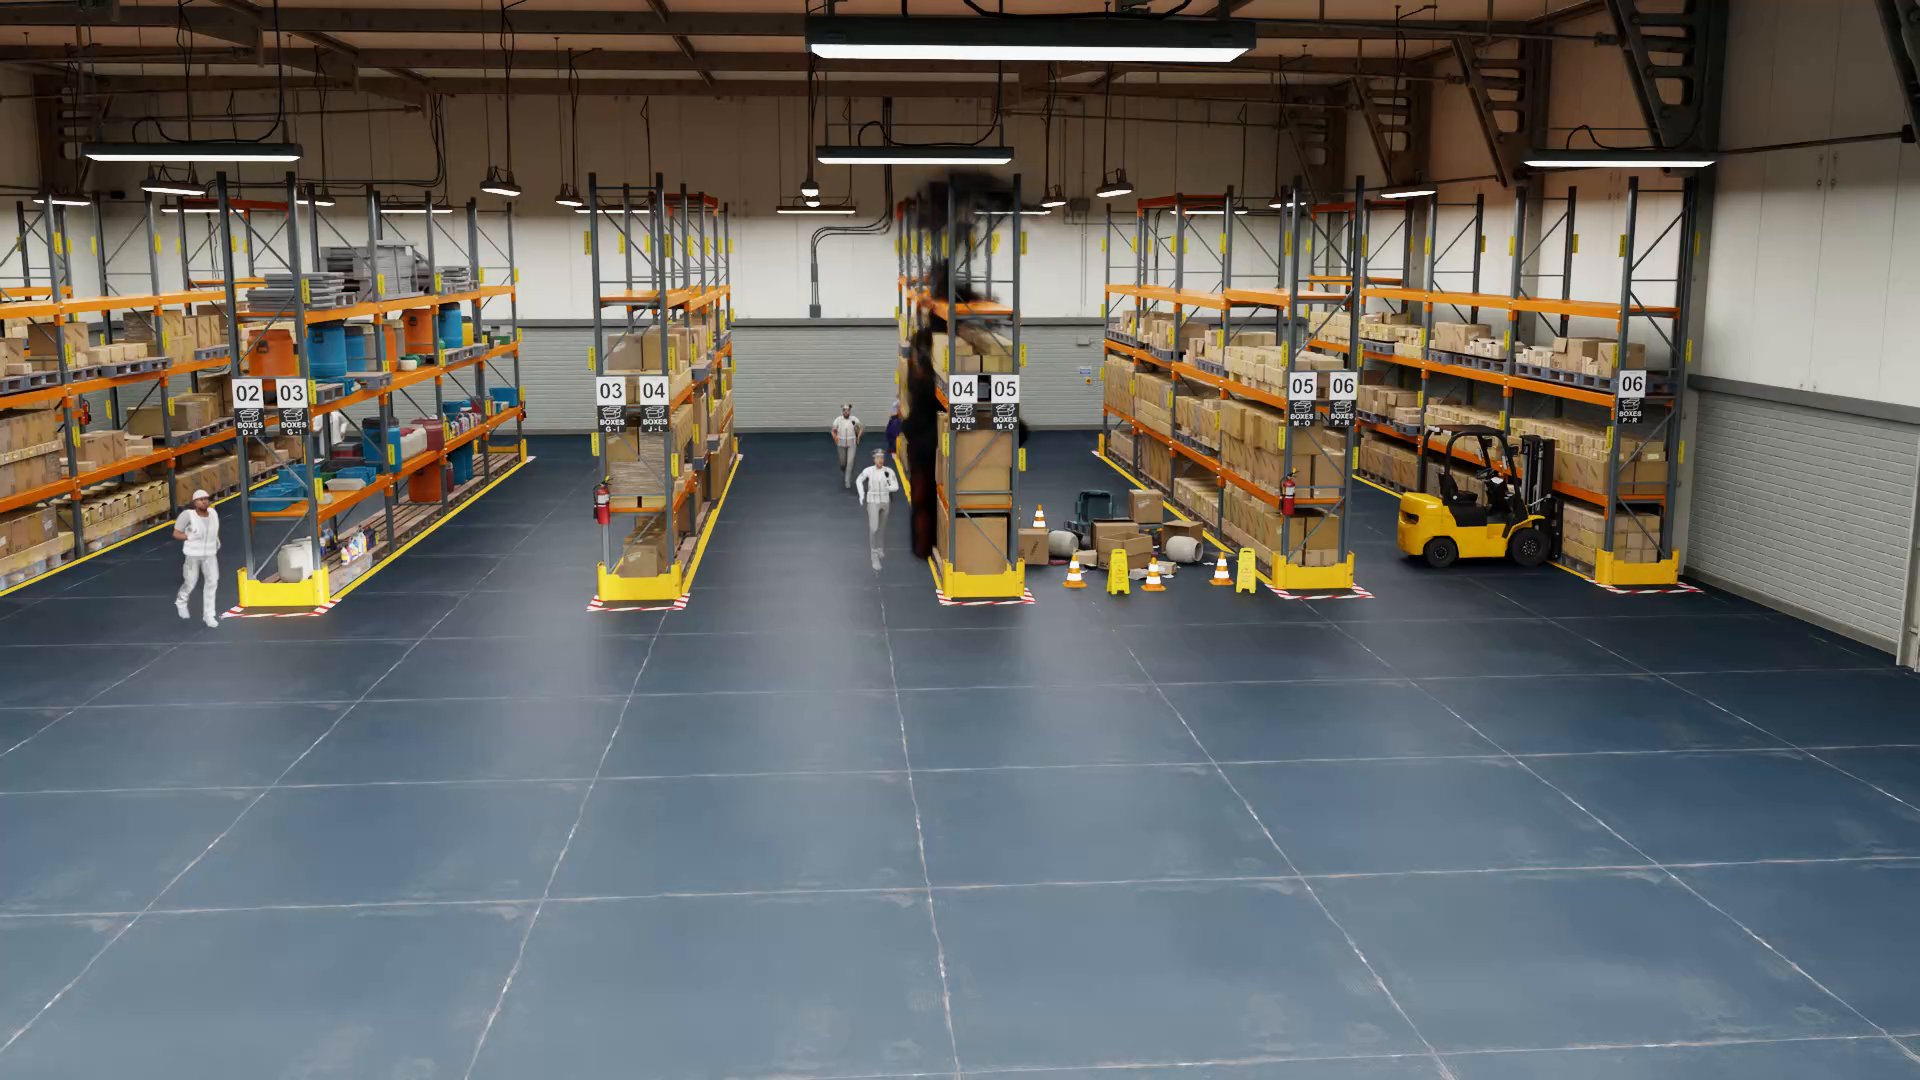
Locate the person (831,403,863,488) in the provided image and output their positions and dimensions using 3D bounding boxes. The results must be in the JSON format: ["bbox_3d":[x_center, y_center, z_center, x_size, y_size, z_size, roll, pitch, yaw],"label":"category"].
[{"bbox_3d":[-2.384,-2.014,35.179,0.673,1.765,0.829,0,10,-2],"label":"person"}]

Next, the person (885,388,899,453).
[{"bbox_3d":[-1.531,-2.926,40.748,0.614,1.592,0.654,-3,11,-18],"label":"person"}]

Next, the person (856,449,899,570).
[{"bbox_3d":[-1.219,-0.479,25.017,0.584,1.792,0.720,-3,10,-16],"label":"person"}]

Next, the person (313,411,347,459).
[{"bbox_3d":[-13.176,-2.010,34.803,0.698,1.804,0.970,-3,11,-18],"label":"person"}]

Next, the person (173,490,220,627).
[{"bbox_3d":[-10.180,0.218,22.302,0.898,1.801,0.686,10,14,43],"label":"person"}]
